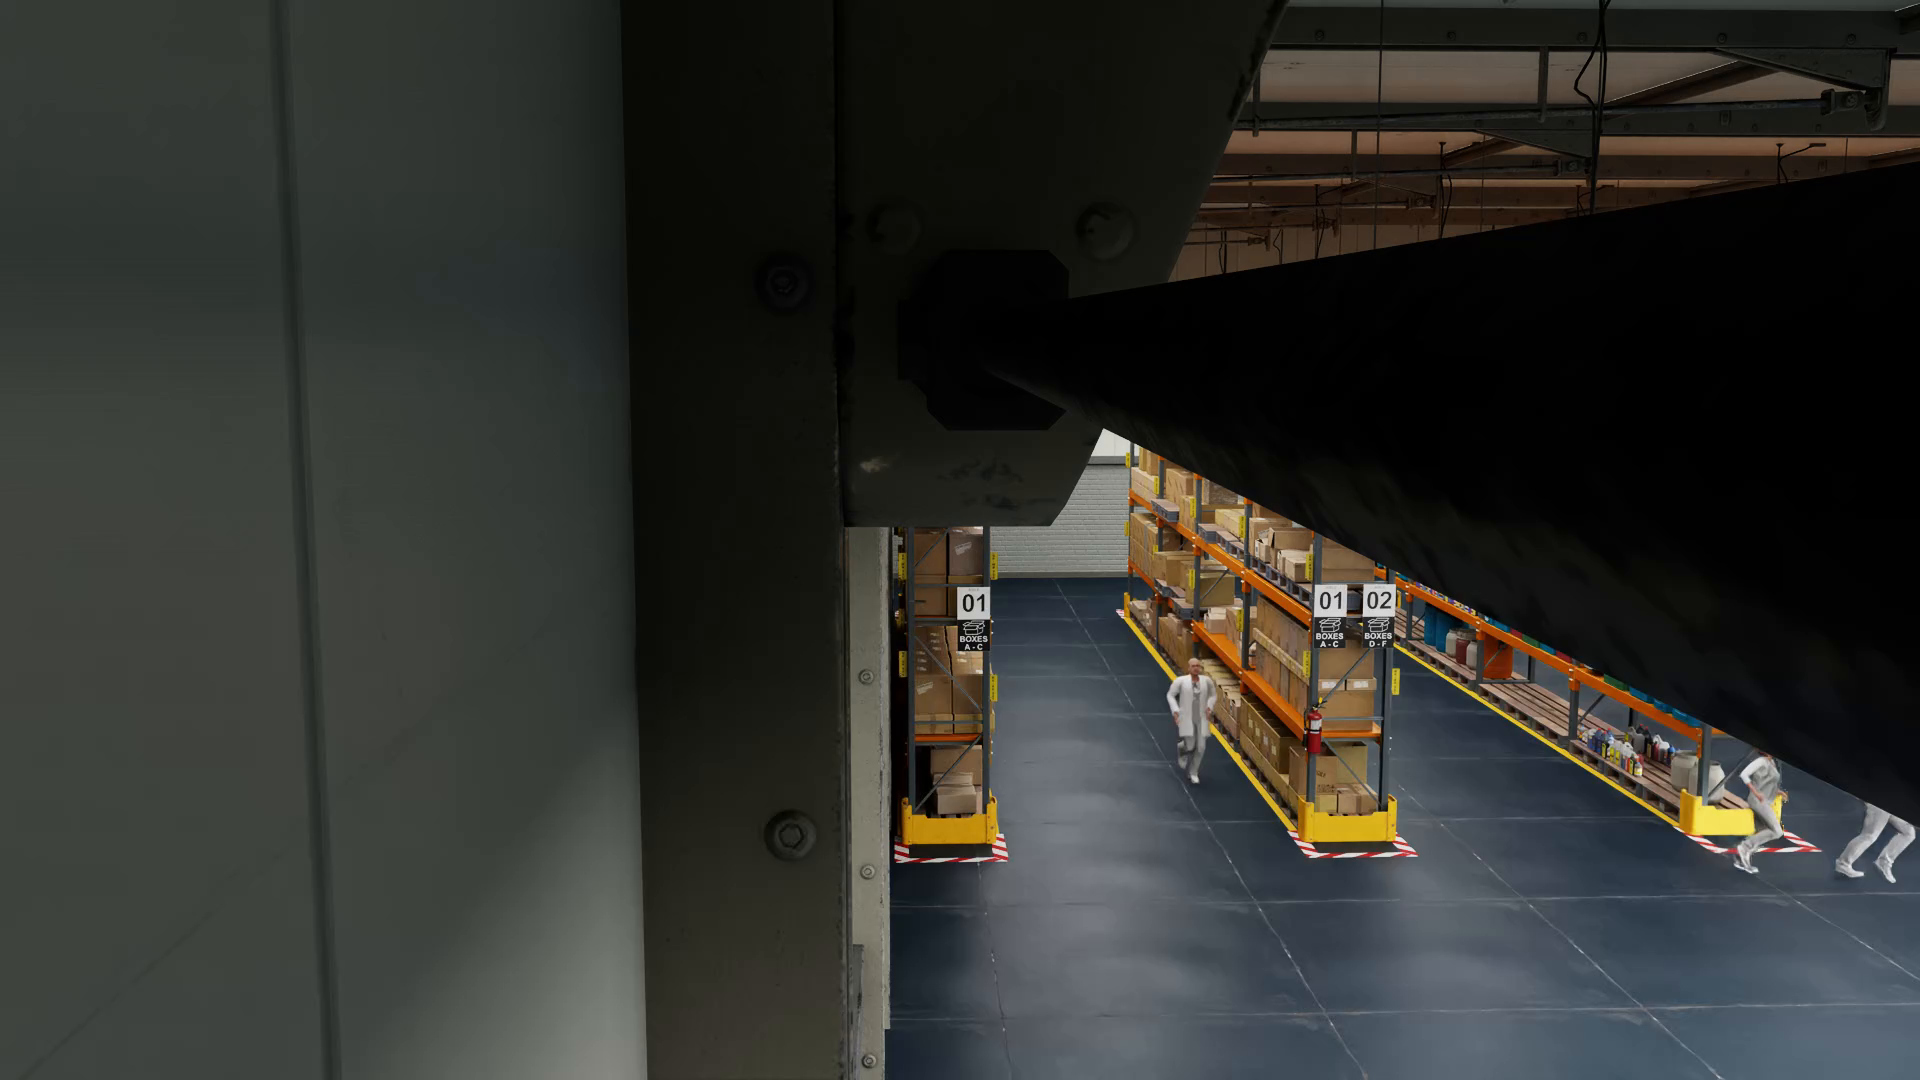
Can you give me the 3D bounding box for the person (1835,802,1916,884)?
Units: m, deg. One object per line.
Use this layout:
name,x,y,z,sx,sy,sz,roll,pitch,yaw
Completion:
person,10.513,3.041,18.933,0.862,1.767,0.717,6,9,37

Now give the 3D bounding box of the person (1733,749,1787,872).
person,9.377,3.090,19.430,0.516,1.544,0.569,5,9,34

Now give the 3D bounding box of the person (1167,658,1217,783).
person,3.260,2.550,23.281,0.709,1.652,0.640,-1,7,-6
